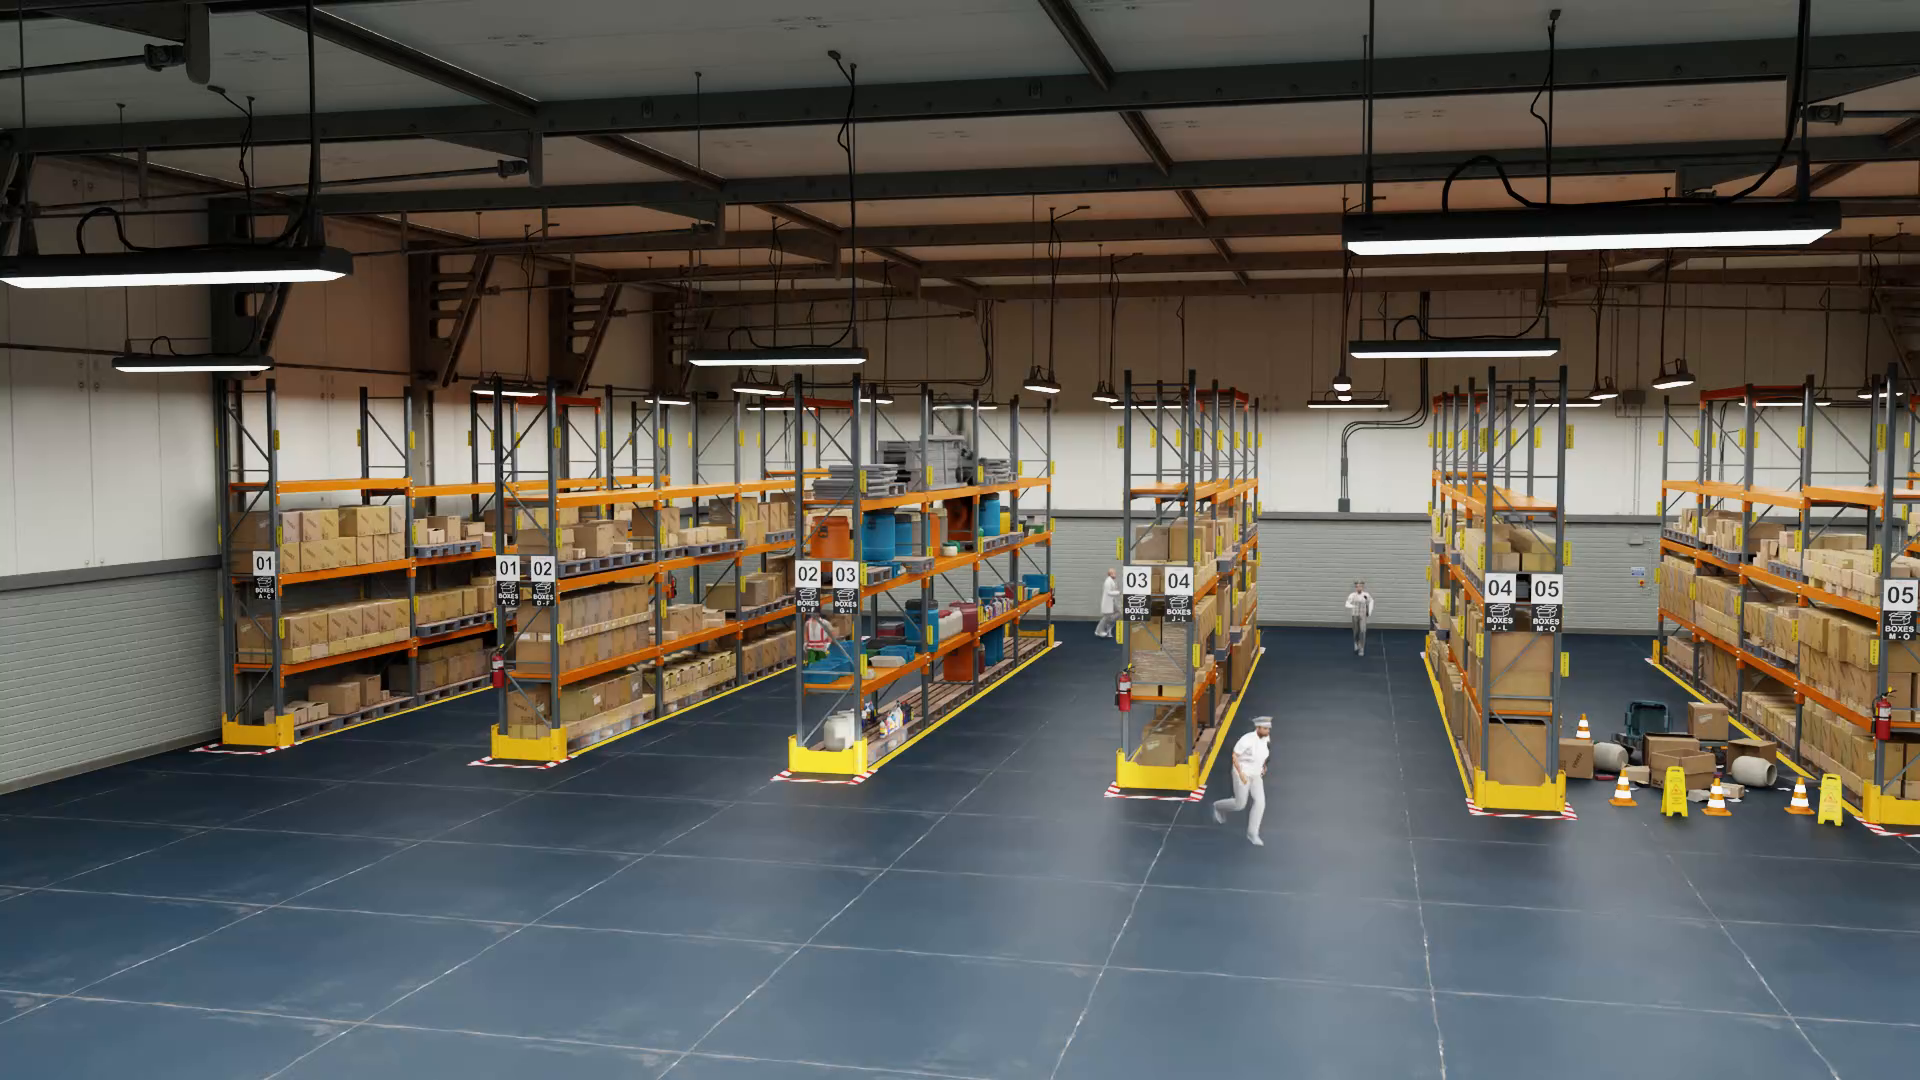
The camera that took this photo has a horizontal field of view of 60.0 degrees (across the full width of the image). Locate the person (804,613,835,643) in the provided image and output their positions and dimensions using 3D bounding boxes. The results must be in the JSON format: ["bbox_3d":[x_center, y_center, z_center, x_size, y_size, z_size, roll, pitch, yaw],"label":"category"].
[{"bbox_3d":[-2.817,1.694,32.757,0.655,0.811,0.322,1,4,13],"label":"person"}]

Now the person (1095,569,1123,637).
[{"bbox_3d":[3.809,1.589,42.100,0.847,1.732,0.759,1,4,22],"label":"person"}]

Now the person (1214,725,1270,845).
[{"bbox_3d":[3.559,2.981,20.912,0.584,1.614,0.899,-3,4,-39],"label":"person"}]

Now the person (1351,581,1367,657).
[{"bbox_3d":[9.330,1.813,38.872,0.365,1.742,0.845,1,4,15],"label":"person"}]
